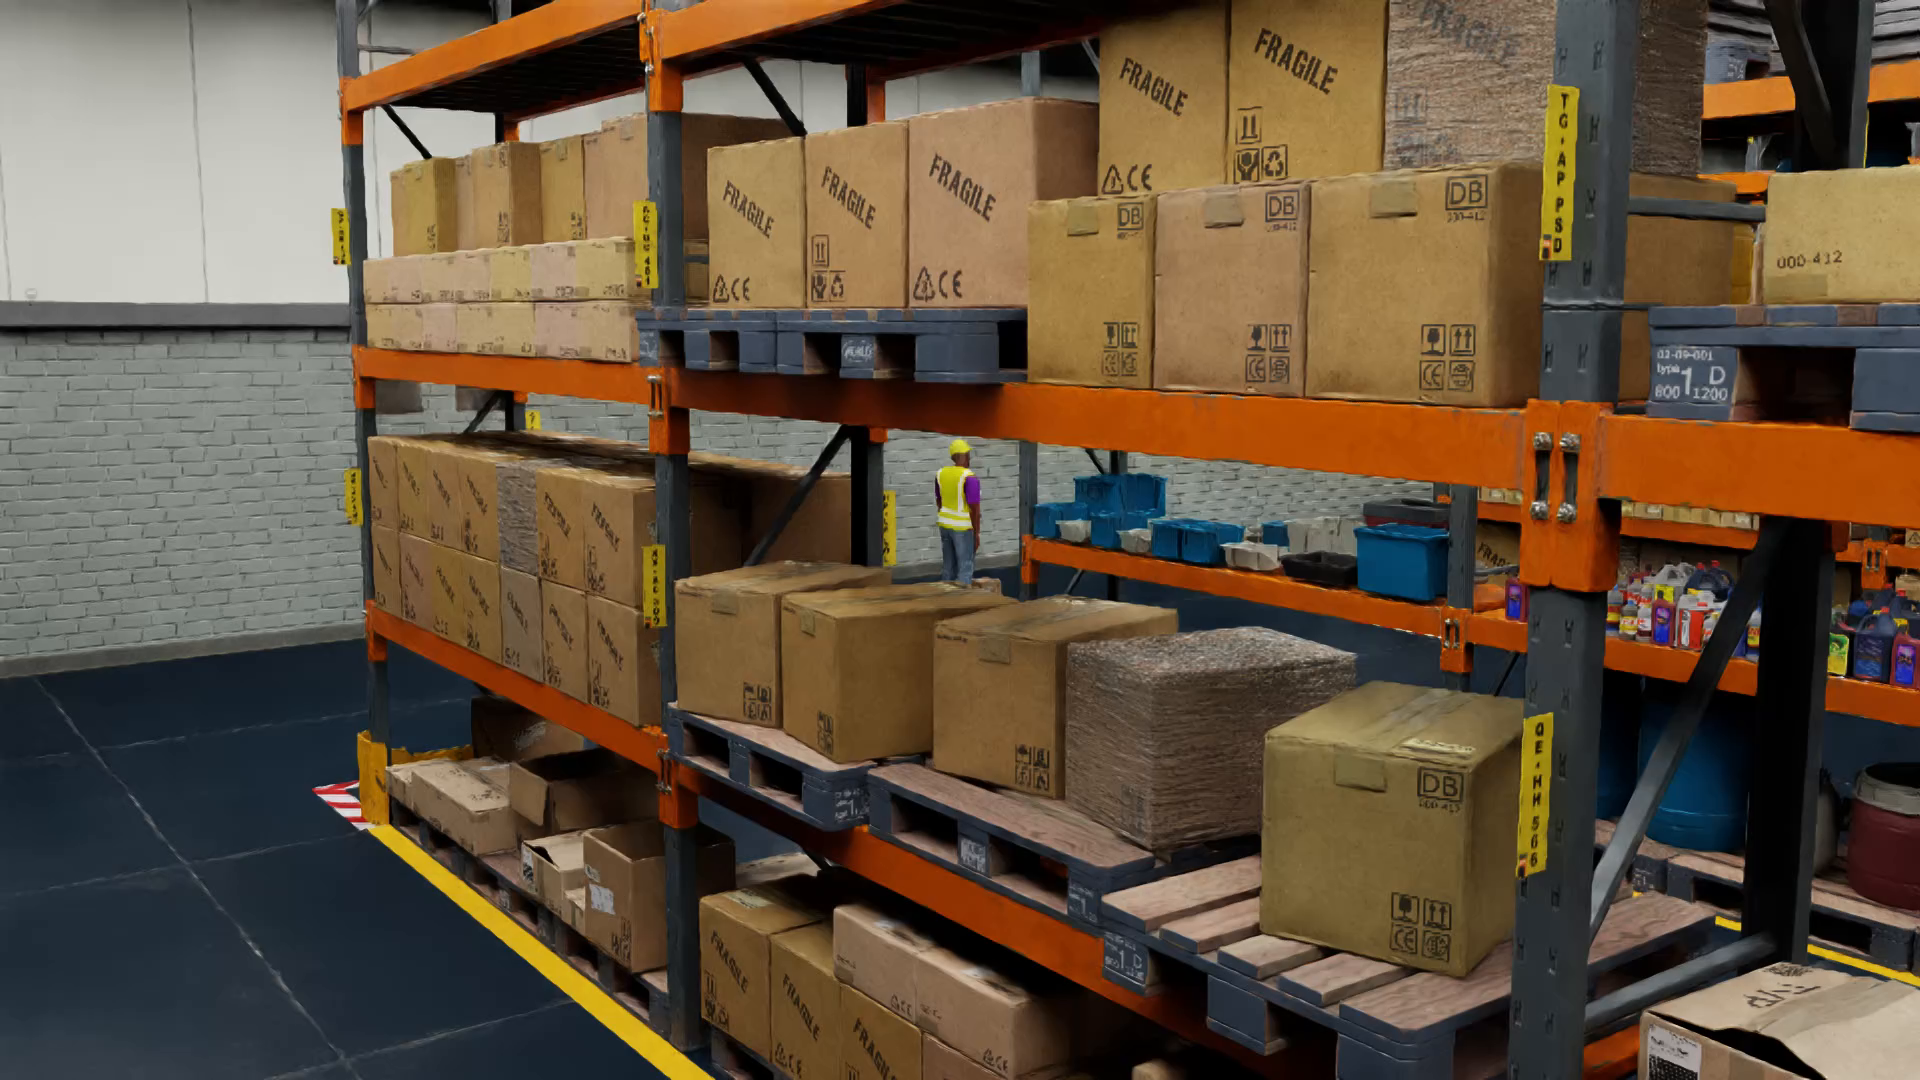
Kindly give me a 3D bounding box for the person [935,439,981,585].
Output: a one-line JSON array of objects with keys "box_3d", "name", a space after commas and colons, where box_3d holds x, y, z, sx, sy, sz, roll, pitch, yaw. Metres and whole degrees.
[{"box_3d": [0.000, -0.105, 16.305, 0.381, 1.772, 0.625, -7, 10, -42], "name": "person"}]
